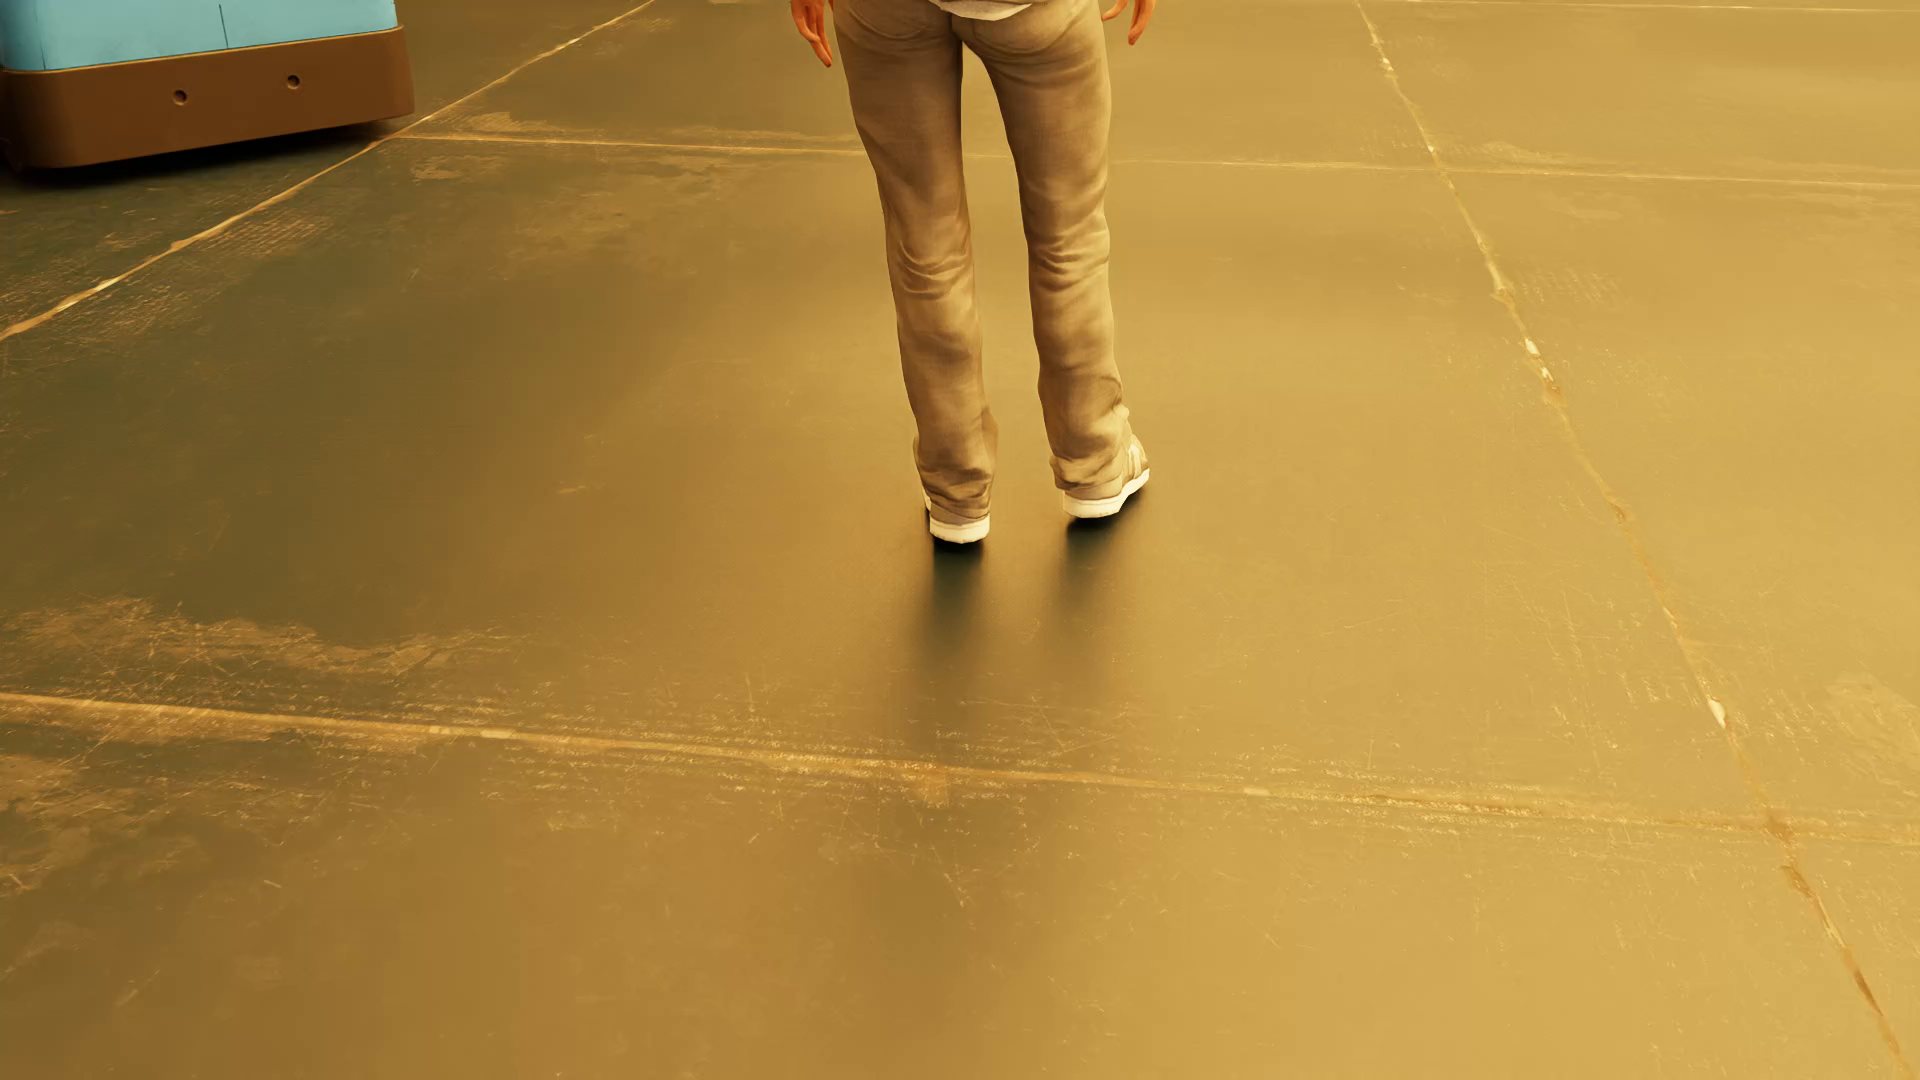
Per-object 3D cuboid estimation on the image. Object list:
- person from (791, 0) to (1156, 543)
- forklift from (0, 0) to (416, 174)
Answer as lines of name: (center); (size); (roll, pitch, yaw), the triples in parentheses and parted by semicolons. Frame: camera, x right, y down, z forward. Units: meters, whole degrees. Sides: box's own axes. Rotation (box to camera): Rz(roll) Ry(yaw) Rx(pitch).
person: (0.024, -0.753, 2.204); (0.521, 1.596, 0.475); (3, 27, 7)
forklift: (-2.939, -2.833, 4.896); (1.130, 2.935, 3.031); (-22, 34, -37)
